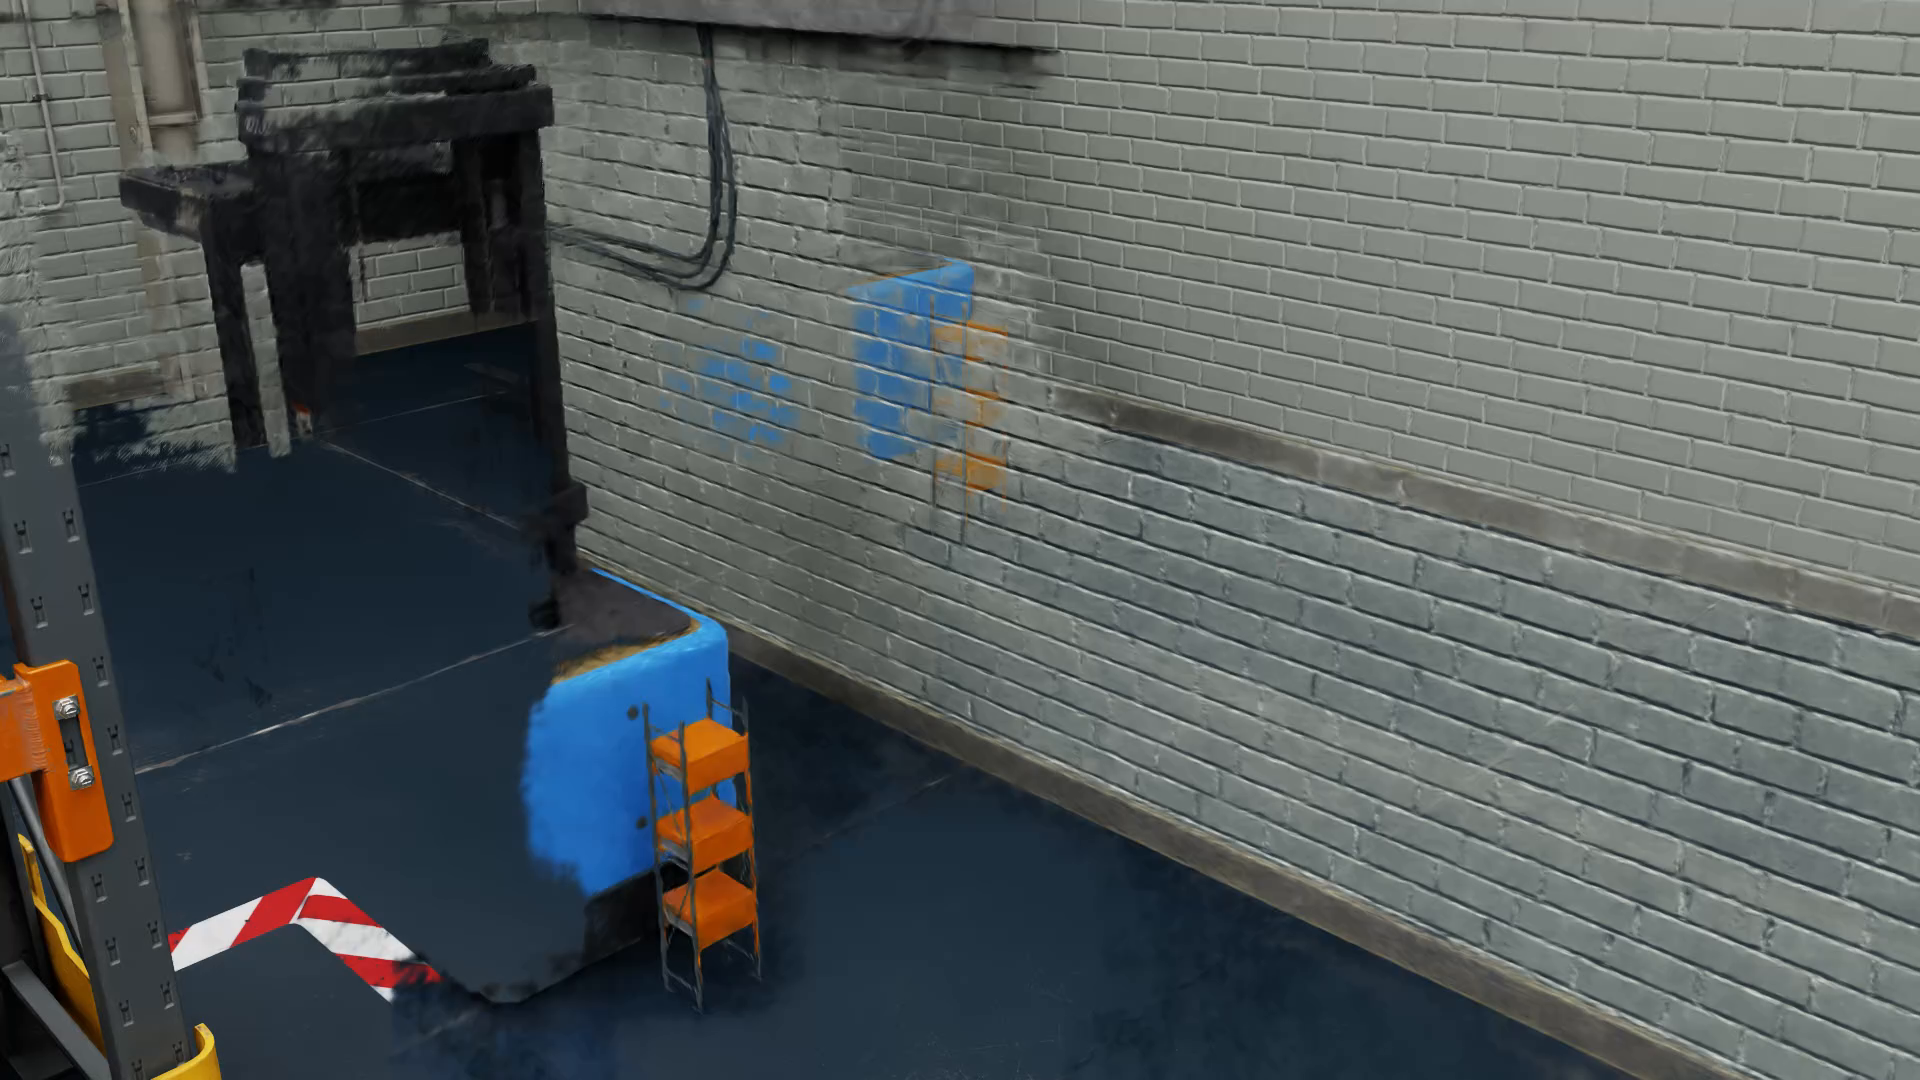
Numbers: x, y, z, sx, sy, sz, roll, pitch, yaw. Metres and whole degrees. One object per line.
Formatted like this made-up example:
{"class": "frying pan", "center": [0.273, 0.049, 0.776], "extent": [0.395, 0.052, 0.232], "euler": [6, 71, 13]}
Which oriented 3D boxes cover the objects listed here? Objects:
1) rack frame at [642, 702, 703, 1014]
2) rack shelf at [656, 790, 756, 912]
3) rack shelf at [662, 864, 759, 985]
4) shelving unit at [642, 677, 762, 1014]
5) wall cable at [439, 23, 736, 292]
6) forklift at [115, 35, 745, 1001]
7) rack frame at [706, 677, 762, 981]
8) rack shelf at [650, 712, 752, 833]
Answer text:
{"class": "rack frame", "center": [-0.048, -0.472, 6.840], "extent": [0.200, 1.050, 0.008], "euler": [19, 28, 41]}
{"class": "rack shelf", "center": [0.037, -0.494, 6.926], "extent": [0.215, 0.259, 0.240], "euler": [19, 28, 41]}
{"class": "rack shelf", "center": [0.037, -0.234, 7.026], "extent": [0.215, 0.259, 0.240], "euler": [19, 28, 41]}
{"class": "shelving unit", "center": [0.037, -0.504, 6.922], "extent": [0.215, 1.050, 0.252], "euler": [19, 28, 41]}
{"class": "wall cable", "center": [-1.232, -4.041, 9.374], "extent": [3.097, 2.526, 0.112], "euler": [19, 28, 41]}
{"class": "forklift", "center": [-1.330, -1.808, 7.692], "extent": [3.031, 2.935, 1.130], "euler": [19, 28, 40]}
{"class": "rack frame", "center": [0.122, -0.535, 7.004], "extent": [0.200, 1.050, 0.008], "euler": [19, 28, 41]}
{"class": "rack shelf", "center": [0.037, -0.759, 6.824], "extent": [0.215, 0.259, 0.240], "euler": [19, 28, 41]}
